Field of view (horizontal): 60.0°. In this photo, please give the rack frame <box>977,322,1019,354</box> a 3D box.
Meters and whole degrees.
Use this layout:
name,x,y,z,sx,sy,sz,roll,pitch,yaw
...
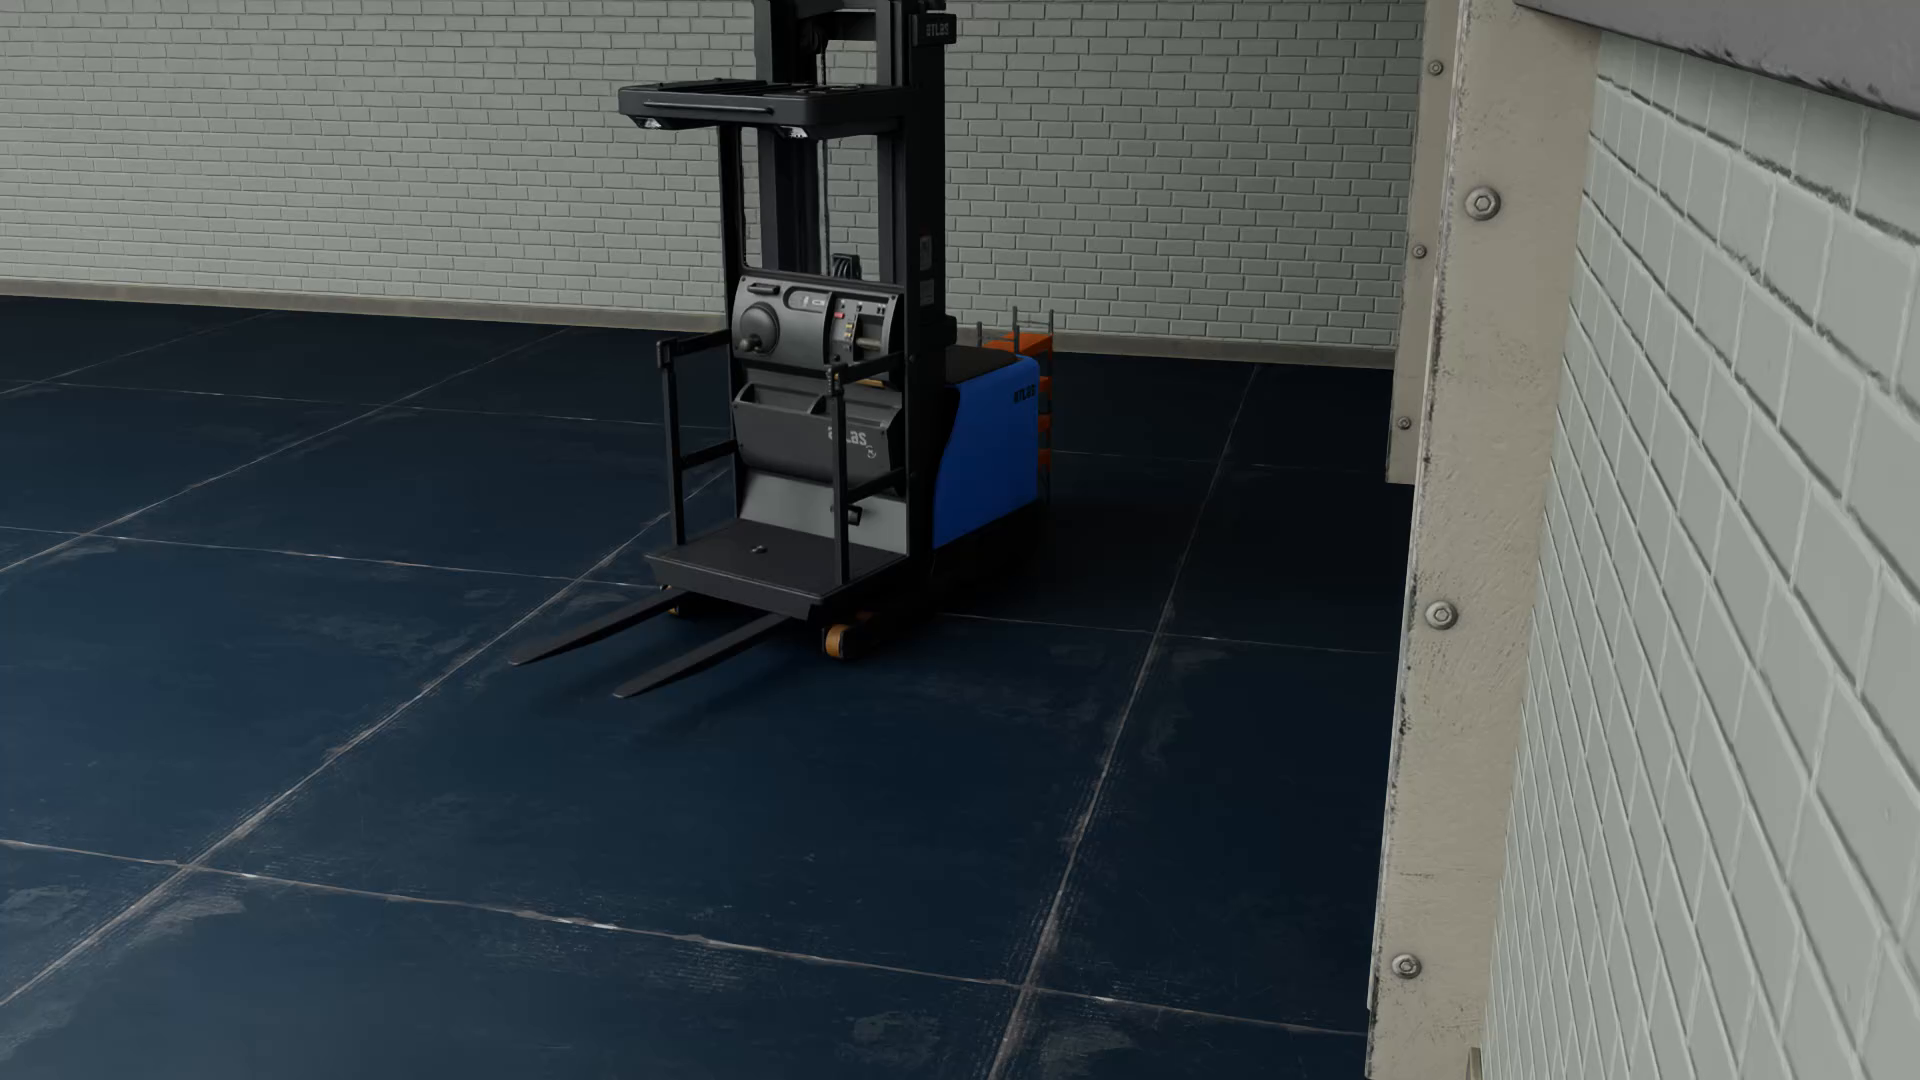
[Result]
name,x,y,z,sx,sy,sz,roll,pitch,yaw
rack frame,0.202,-0.583,9.039,0.240,1.200,0.015,9,21,23

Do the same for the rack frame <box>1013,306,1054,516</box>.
name,x,y,z,sx,sy,sz,roll,pitch,yaw
rack frame,0.407,-0.726,9.457,0.240,1.200,0.015,9,21,23

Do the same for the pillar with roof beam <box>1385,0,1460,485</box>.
name,x,y,z,sx,sy,sz,roll,pitch,yaw
pillar with roof beam,-1.361,-5.003,9.911,9.100,9.000,0.400,5,19,13

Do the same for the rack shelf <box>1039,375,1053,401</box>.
name,x,y,z,sx,sy,sz,roll,pitch,yaw
rack shelf,0.304,-0.803,9.197,0.258,0.148,0.480,9,21,23

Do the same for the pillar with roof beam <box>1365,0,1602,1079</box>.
name,x,y,z,sx,sy,sz,roll,pitch,yaw
pillar with roof beam,-2.827,-3.122,4.406,9.100,9.000,0.400,5,19,13

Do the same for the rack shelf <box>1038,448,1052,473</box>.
name,x,y,z,sx,sy,sz,roll,pitch,yaw
rack shelf,0.304,-0.403,9.334,0.258,0.148,0.480,9,21,23

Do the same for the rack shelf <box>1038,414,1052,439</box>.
name,x,y,z,sx,sy,sz,roll,pitch,yaw
rack shelf,0.304,-0.591,9.270,0.258,0.148,0.480,9,21,23

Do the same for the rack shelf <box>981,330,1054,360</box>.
name,x,y,z,sx,sy,sz,roll,pitch,yaw
rack shelf,0.304,-1.027,9.121,0.258,0.148,0.480,9,21,23

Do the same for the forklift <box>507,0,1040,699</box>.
name,x,y,z,sx,sy,sz,roll,pitch,yaw
forklift,-0.799,-1.013,7.619,1.130,2.935,3.031,12,22,31

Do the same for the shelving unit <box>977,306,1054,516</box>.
name,x,y,z,sx,sy,sz,roll,pitch,yaw
shelving unit,0.304,-0.655,9.248,0.258,1.200,0.503,9,21,23
